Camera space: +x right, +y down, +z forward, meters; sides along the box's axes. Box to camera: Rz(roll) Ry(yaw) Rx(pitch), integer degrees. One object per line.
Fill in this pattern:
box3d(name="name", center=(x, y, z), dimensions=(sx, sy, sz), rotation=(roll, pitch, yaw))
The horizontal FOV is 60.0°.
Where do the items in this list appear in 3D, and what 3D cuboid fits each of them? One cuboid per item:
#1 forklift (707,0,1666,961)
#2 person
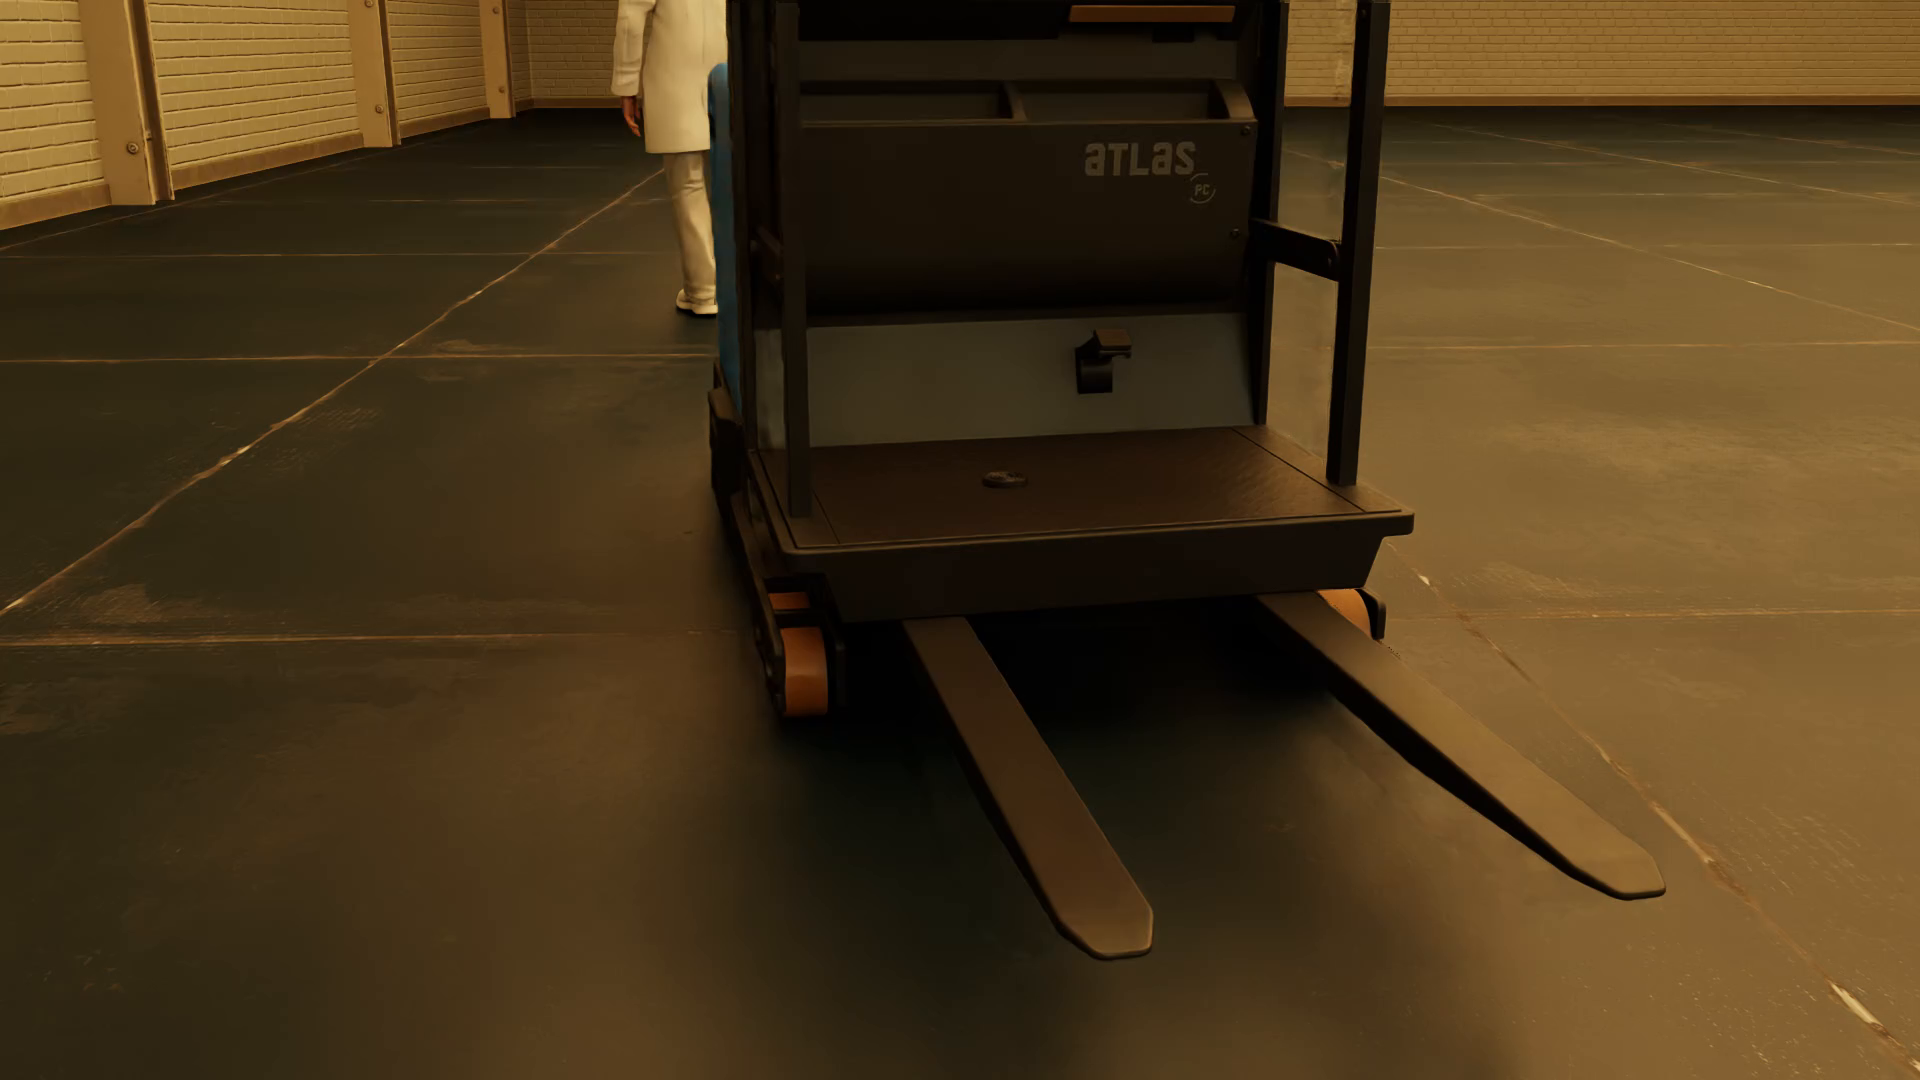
box3d(name="forklift", center=(0.154, -1.207, 2.854), dimensions=(1.130, 2.935, 3.031), rotation=(-4, 17, -11))
box3d(name="person", center=(-1.089, -1.833, 6.847), dimensions=(0.694, 1.775, 0.581), rotation=(-5, 18, -16))
